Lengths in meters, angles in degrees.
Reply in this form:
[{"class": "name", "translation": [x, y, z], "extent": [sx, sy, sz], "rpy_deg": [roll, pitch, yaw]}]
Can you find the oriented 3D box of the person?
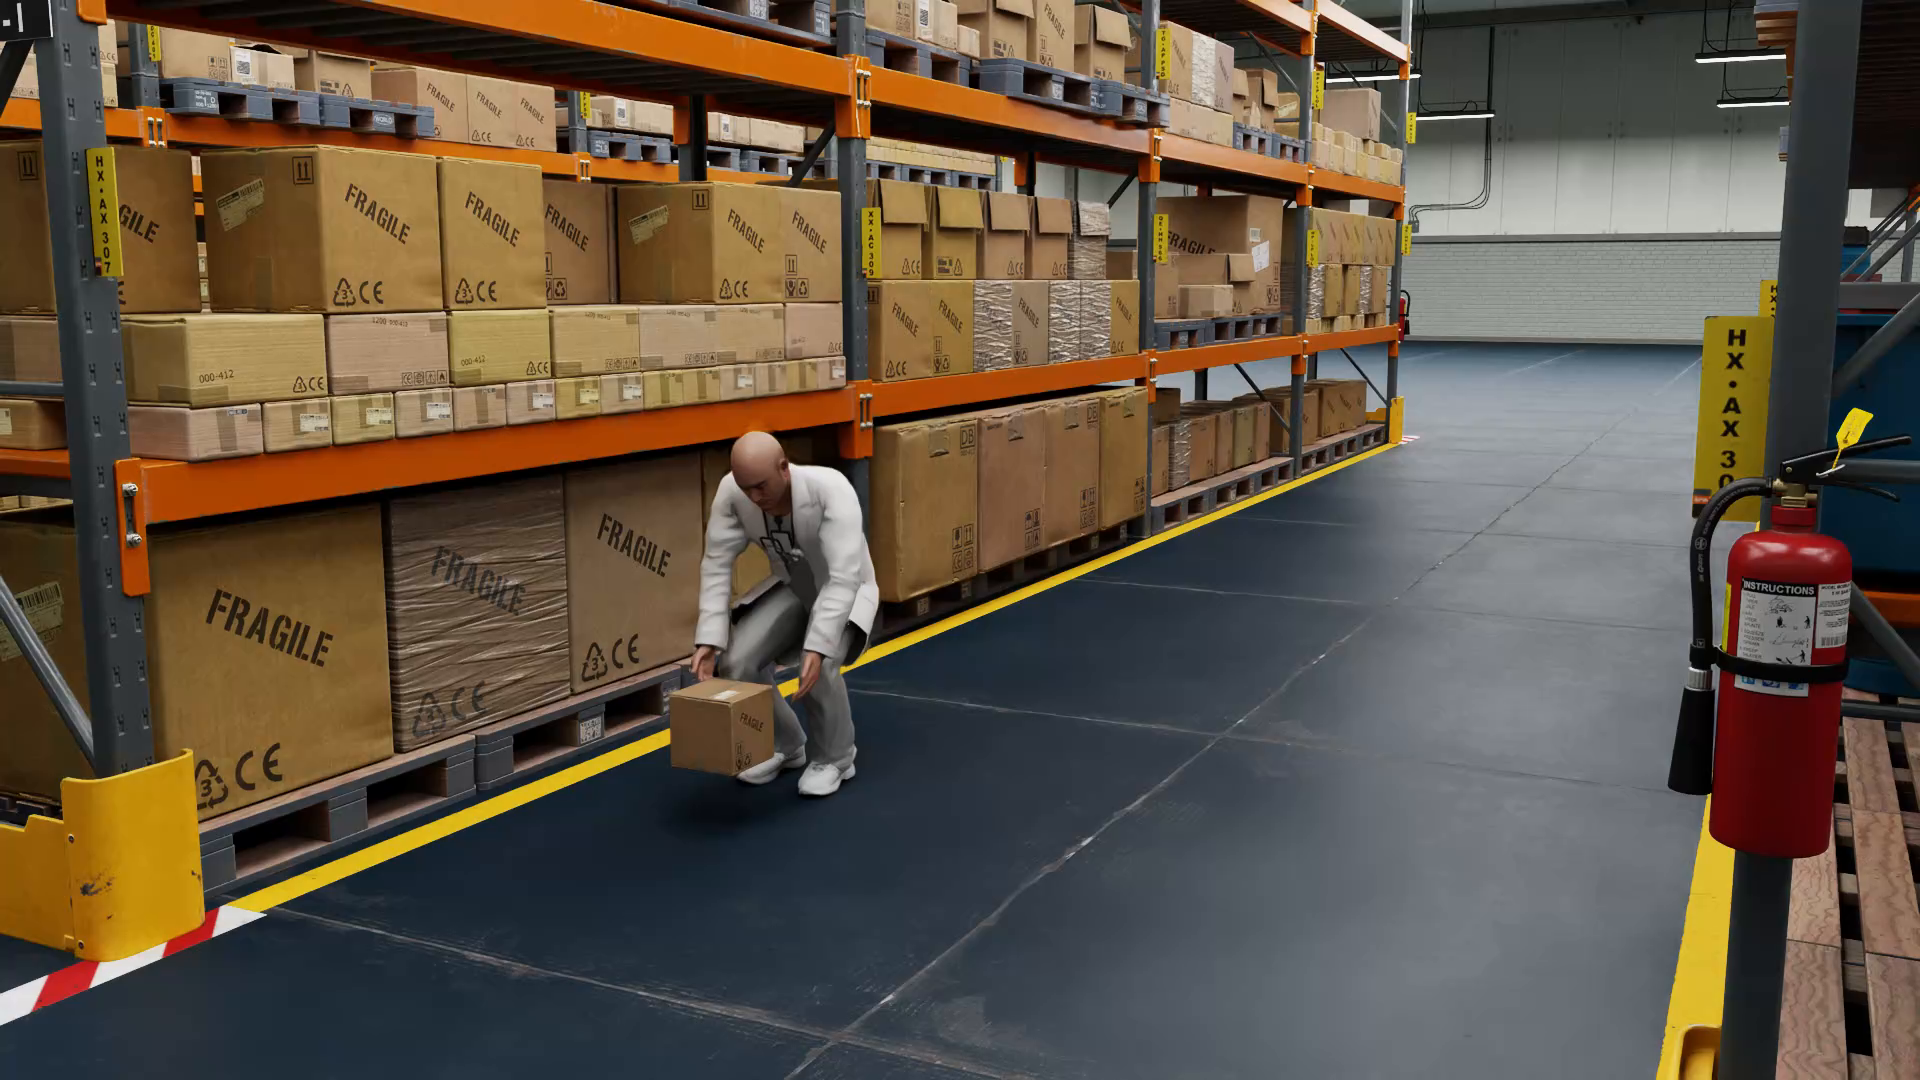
[{"class": "person", "translation": [-0.569, 0.247, 5.912], "extent": [0.633, 1.293, 0.775], "rpy_deg": [4, 10, 26]}]
